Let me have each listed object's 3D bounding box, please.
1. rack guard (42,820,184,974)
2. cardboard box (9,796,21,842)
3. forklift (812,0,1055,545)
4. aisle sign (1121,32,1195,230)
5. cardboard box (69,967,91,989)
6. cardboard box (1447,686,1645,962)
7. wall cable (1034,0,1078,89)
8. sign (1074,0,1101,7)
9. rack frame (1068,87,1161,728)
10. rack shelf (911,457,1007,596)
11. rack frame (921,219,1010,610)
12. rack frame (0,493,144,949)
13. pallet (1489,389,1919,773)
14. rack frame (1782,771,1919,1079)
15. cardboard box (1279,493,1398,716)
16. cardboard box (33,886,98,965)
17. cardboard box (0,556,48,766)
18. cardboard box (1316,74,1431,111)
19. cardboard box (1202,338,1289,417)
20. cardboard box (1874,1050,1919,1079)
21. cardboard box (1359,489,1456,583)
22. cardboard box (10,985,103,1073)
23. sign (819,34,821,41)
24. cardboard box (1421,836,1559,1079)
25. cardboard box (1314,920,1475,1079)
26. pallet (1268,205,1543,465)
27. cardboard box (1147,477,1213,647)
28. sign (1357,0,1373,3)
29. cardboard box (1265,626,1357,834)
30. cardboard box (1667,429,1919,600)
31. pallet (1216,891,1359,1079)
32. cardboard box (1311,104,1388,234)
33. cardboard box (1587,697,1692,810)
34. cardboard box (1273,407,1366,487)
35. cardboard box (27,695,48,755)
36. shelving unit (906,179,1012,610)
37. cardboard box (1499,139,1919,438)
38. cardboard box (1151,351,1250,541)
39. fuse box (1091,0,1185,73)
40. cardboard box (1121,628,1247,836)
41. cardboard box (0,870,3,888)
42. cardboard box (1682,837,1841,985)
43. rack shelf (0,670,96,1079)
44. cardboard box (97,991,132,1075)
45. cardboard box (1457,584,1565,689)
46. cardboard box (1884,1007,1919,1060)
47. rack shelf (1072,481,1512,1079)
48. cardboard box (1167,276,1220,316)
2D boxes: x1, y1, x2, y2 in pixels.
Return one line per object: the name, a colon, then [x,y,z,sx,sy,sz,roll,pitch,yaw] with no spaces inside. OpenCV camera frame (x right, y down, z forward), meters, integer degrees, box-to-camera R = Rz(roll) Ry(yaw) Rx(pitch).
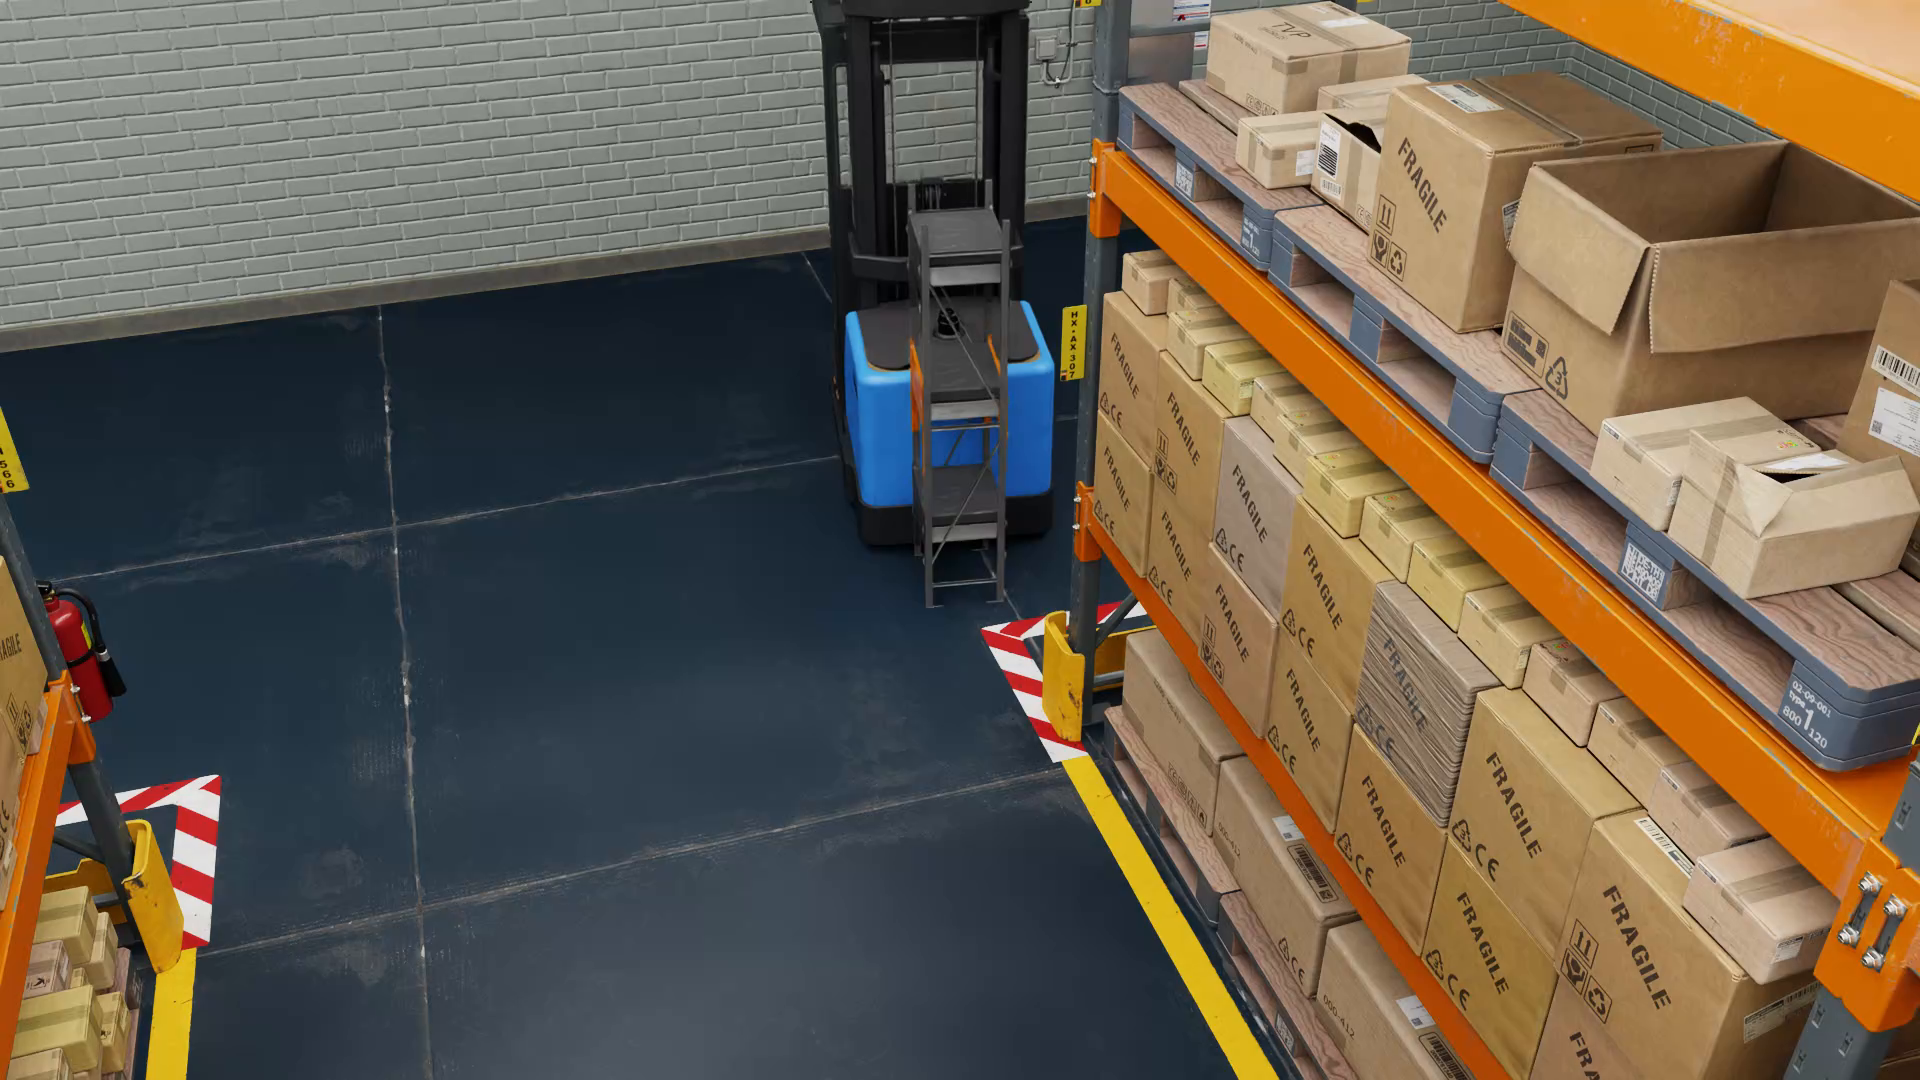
rack guard: [-3.673,1.482,6.374,1.175,0.500,0.348,-10,35,-15]
cardboard box: [-3.197,0.893,5.224,0.380,0.149,0.250,-10,35,-15]
forklift: [-0.218,-1.993,9.427,1.130,2.935,3.031,-5,34,-7]
aisle sign: [0.689,-1.560,6.351,0.394,0.787,0.004,-10,35,-15]
cardboard box: [-3.235,1.665,5.765,0.380,0.149,0.250,-11,35,-16]
cardboard box: [1.653,0.686,4.313,0.500,0.500,0.500,-11,35,-15]
wall cable: [0.592,-4.111,11.649,0.588,1.984,0.122,-10,35,-15]
sign: [0.457,-2.045,5.859,0.100,0.325,0.005,-10,35,-15]
rack frame: [0.987,-0.486,7.085,1.000,3.000,0.127,-10,35,-15]
rack shelf: [-0.010,-0.076,8.574,0.431,0.518,0.480,-5,34,-7]
rack frame: [0.025,-0.538,7.979,0.400,2.100,0.015,-5,34,-7]
rack frame: [-3.696,0.399,5.745,1.000,3.000,0.127,-10,35,-15]
pallet: [1.968,-0.032,3.757,1.003,0.211,1.213,-10,35,-15]
rack frame: [2.207,1.614,3.907,1.000,3.000,0.127,-10,35,-15]
cardboard box: [1.344,0.155,5.116,0.500,0.500,0.500,-10,35,-15]
cardboard box: [-3.293,1.400,5.895,0.380,0.149,0.250,-10,35,-14]
cardboard box: [-3.314,0.426,5.344,0.500,0.500,0.500,-9,35,-14]
cardboard box: [1.414,-1.422,5.536,0.380,0.149,0.250,-13,36,-18]
cardboard box: [1.047,-0.566,5.620,0.380,0.149,0.250,-11,35,-16]
cardboard box: [2.313,1.282,4.319,0.500,0.500,0.500,-9,34,-13]
cardboard box: [1.391,-0.032,4.812,0.380,0.149,0.250,-10,35,-15]
cardboard box: [-3.071,1.657,5.507,0.380,0.149,0.250,-11,35,-16]
sign: [-0.820,-3.580,11.521,0.327,0.218,0.001,-10,35,-15]
cardboard box: [1.660,1.102,4.590,0.500,0.500,0.500,-11,35,-16]
cardboard box: [1.844,1.690,5.735,0.875,0.438,0.875,-11,35,-16]
pallet: [1.599,-0.672,4.724,1.003,0.211,1.213,-10,35,-15]
cardboard box: [1.041,0.033,6.208,0.500,0.500,0.500,-10,35,-15]
sign: [1.508,-2.158,6.163,0.100,0.325,0.005,-10,35,-15]
cardboard box: [1.348,0.563,5.405,0.500,0.500,0.500,-9,34,-13]
cardboard box: [1.708,-0.080,3.399,0.396,0.266,0.258,-9,34,-13]
pallet: [1.674,1.723,6.271,1.003,0.211,1.213,-10,35,-15]
cardboard box: [1.396,-1.123,4.937,0.500,0.311,0.500,-9,35,-14]
cardboard box: [1.766,0.487,4.026,0.380,0.149,0.250,-10,35,-15]
cardboard box: [1.213,-0.299,5.216,0.380,0.149,0.250,-10,35,-14]
cardboard box: [-3.328,0.627,5.627,0.380,0.149,0.250,-10,35,-15]
shelving unit: [-0.010,-0.671,8.181,0.431,2.100,0.503,-5,34,-7]
cardboard box: [1.765,-0.600,3.971,0.797,0.503,0.637,-7,34,-11]
cardboard box: [1.027,-0.375,5.919,0.500,0.500,0.500,-11,35,-16]
fuse box: [1.290,-3.182,12.333,0.539,1.711,0.414,-10,35,-15]
cardboard box: [1.284,0.737,7.176,0.875,0.438,0.875,-11,35,-16]
cardboard box: [-2.998,0.962,4.533,0.500,0.500,0.500,-10,35,-15]
cardboard box: [1.810,0.776,3.588,0.380,0.149,0.250,-11,35,-16]
rack shelf: [-3.086,1.749,4.354,1.077,0.370,4.000,-10,35,-15]
cardboard box: [-3.162,1.773,5.871,0.380,0.149,0.250,-9,35,-13]
cardboard box: [1.561,0.231,4.412,0.380,0.149,0.250,-10,35,-15]
cardboard box: [2.293,0.864,4.043,0.500,0.500,0.500,-10,35,-14]
rack shelf: [1.597,0.864,5.694,1.077,0.370,4.000,-10,35,-15]
cardboard box: [0.979,-0.857,6.060,0.380,0.149,0.250,-9,35,-14]
